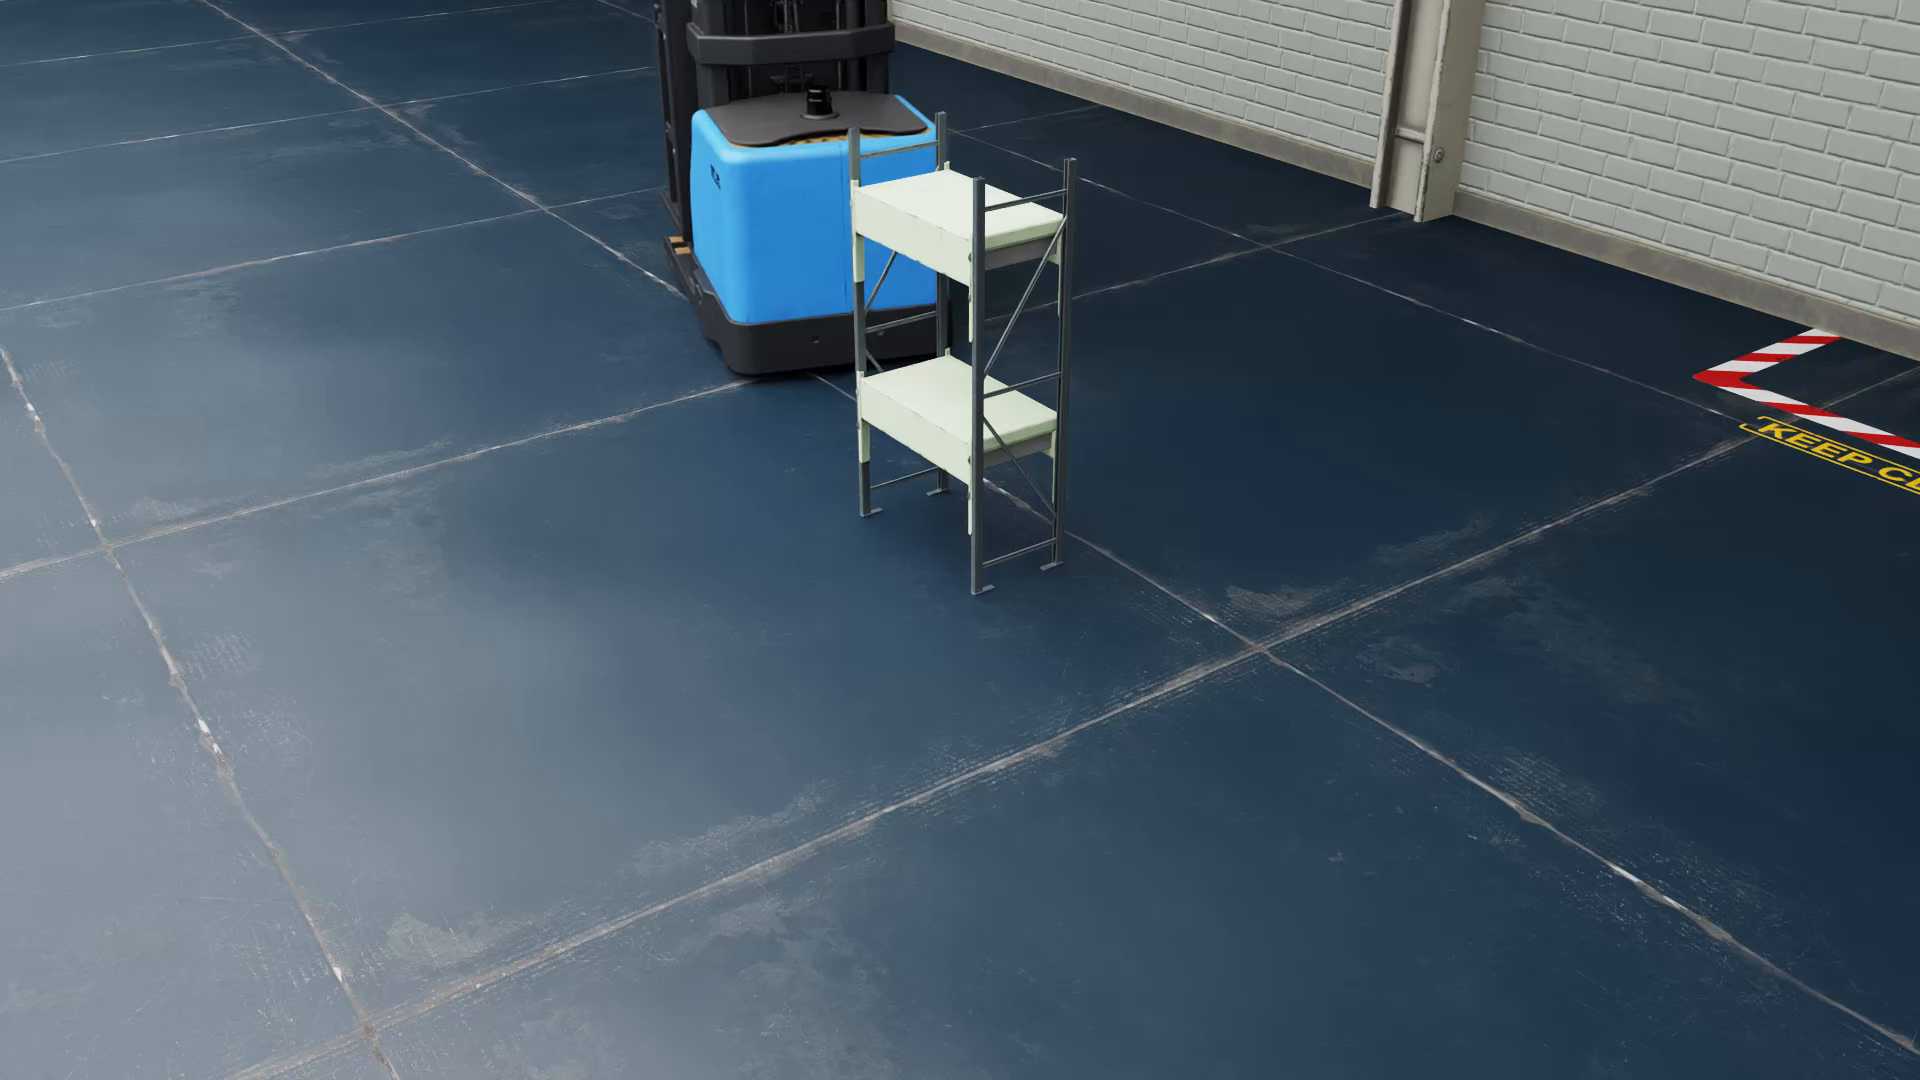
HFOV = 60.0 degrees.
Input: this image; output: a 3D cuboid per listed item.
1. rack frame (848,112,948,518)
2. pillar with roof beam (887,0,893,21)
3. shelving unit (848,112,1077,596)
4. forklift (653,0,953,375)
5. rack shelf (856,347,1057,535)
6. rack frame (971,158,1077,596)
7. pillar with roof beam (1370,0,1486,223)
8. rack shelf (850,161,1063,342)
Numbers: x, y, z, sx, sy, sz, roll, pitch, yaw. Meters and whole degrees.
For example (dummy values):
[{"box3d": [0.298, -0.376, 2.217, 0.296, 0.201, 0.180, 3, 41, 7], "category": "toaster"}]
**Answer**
[{"box3d": [-0.216, -0.804, 6.159, 0.400, 1.500, 0.023, -19, 34, -31], "category": "rack frame"}, {"box3d": [-4.309, -7.053, 9.808, 9.100, 9.000, 0.400, -19, 34, -31], "category": "pillar with roof beam"}, {"box3d": [-0.004, -0.662, 5.897, 0.431, 1.500, 0.755, -19, 34, -31], "category": "shelving unit"}, {"box3d": [-0.962, -2.718, 8.184, 1.130, 2.935, 3.031, -9, 30, -15], "category": "forklift"}, {"box3d": [-0.004, -0.375, 6.052, 0.431, 0.370, 0.720, -19, 34, -31], "category": "rack shelf"}, {"box3d": [0.208, -0.519, 5.635, 0.400, 1.500, 0.023, -19, 34, -31], "category": "rack frame"}, {"box3d": [-0.828, -4.720, 5.513, 9.100, 9.000, 0.400, -19, 34, -31], "category": "pillar with roof beam"}, {"box3d": [-0.004, -1.005, 5.711, 0.431, 0.370, 0.720, -19, 34, -31], "category": "rack shelf"}]
